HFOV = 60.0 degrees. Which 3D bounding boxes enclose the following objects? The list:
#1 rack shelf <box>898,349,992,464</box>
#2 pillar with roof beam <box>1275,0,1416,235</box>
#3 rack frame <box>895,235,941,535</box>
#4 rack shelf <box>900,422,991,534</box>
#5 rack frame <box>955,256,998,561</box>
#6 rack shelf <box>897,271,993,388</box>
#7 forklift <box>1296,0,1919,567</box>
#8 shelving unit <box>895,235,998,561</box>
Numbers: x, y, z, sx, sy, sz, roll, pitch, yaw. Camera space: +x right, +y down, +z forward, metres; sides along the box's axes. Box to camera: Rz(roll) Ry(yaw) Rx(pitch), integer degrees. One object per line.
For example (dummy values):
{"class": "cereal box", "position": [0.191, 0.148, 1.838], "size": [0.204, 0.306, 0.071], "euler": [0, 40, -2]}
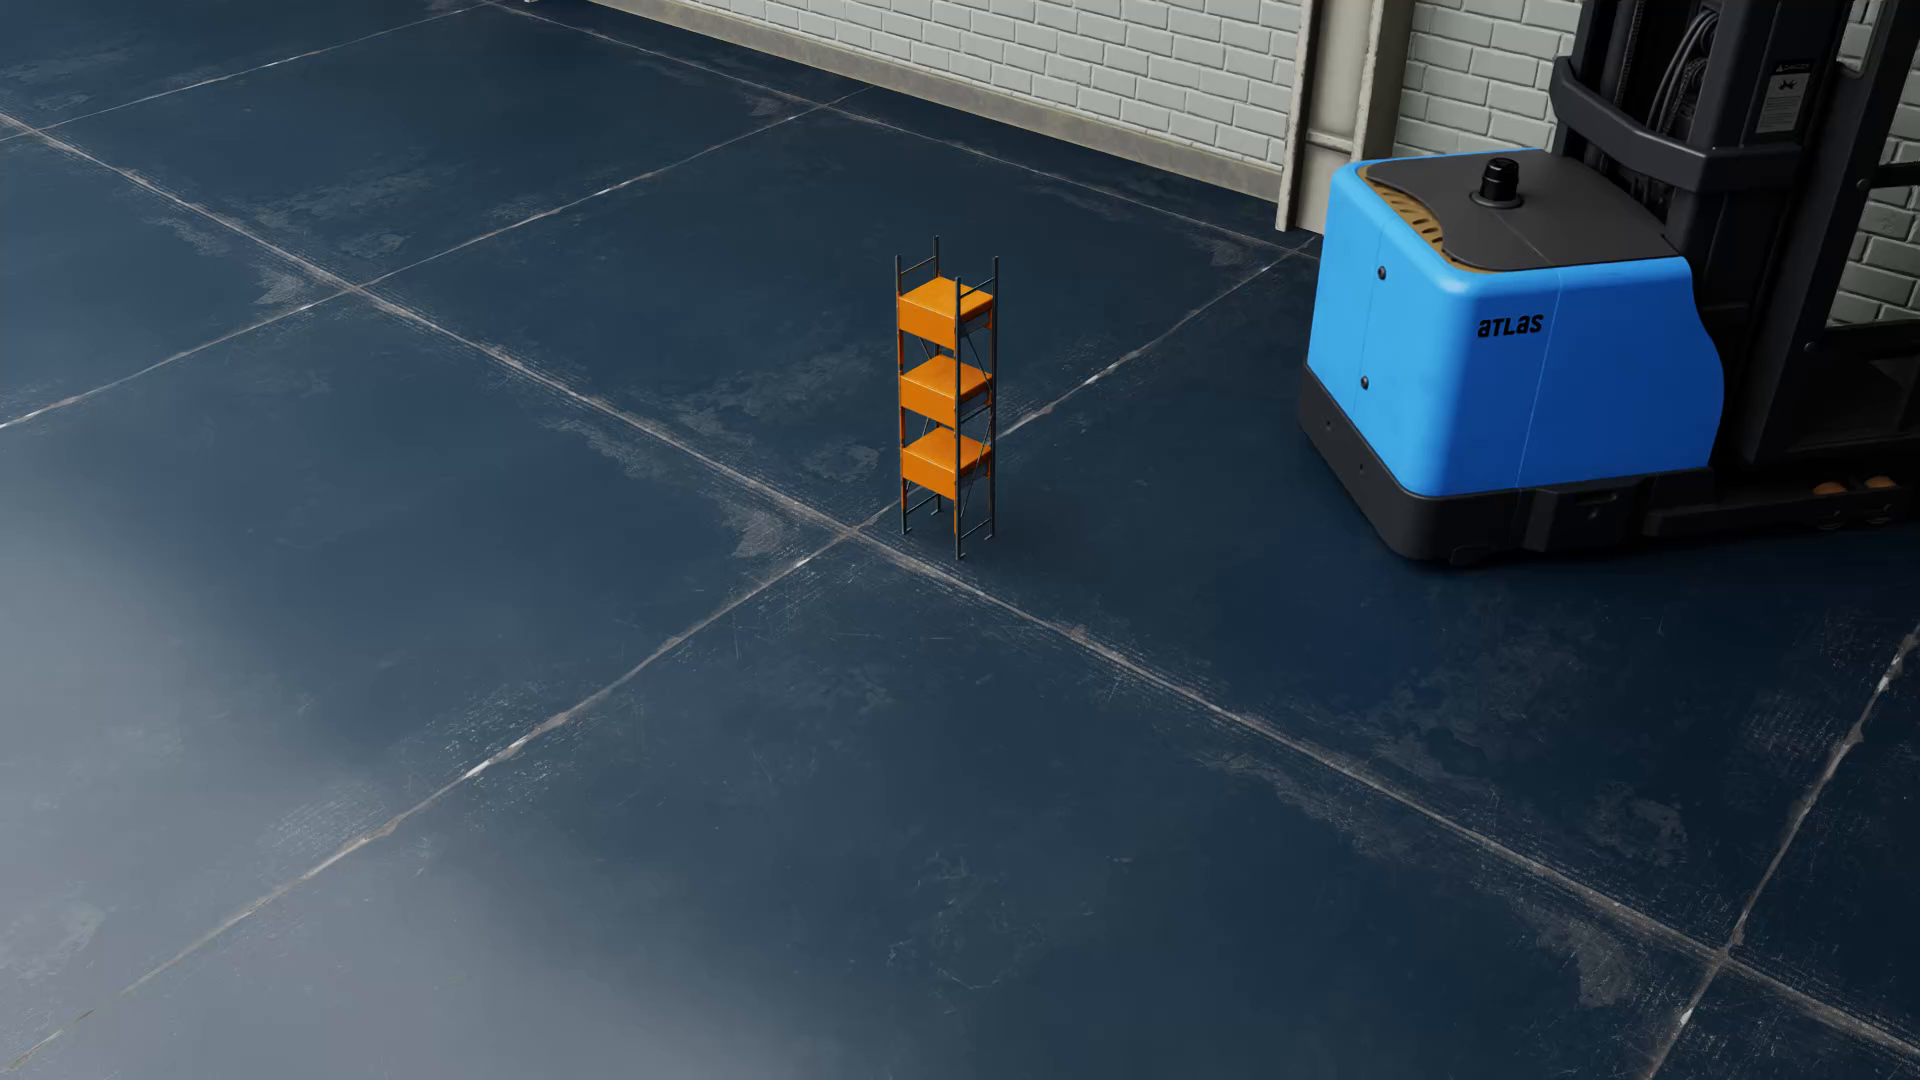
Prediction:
{"class": "rack shelf", "position": [-0.041, -0.443, 5.487], "size": [0.240, 0.259, 0.215], "euler": [25, 42, 32]}
{"class": "pillar with roof beam", "position": [-1.009, -3.312, 2.623], "size": [0.400, 9.000, 9.100], "euler": [25, 42, 32]}
{"class": "rack frame", "position": [-0.135, -0.496, 5.545], "size": [0.008, 1.050, 0.200], "euler": [25, 42, 32]}
{"class": "rack shelf", "position": [-0.041, -0.214, 5.644], "size": [0.240, 0.259, 0.215], "euler": [25, 42, 32]}
{"class": "rack frame", "position": [0.053, -0.408, 5.417], "size": [0.008, 1.050, 0.200], "euler": [25, 42, 32]}
{"class": "rack shelf", "position": [-0.041, -0.677, 5.326], "size": [0.240, 0.259, 0.215], "euler": [25, 42, 32]}
{"class": "forklift", "position": [2.841, -1.530, 5.389], "size": [3.031, 2.935, 1.130], "euler": [-6, 35, -9]}
{"class": "shelving unit", "position": [-0.041, -0.452, 5.481], "size": [0.252, 1.050, 0.215], "euler": [25, 42, 32]}
